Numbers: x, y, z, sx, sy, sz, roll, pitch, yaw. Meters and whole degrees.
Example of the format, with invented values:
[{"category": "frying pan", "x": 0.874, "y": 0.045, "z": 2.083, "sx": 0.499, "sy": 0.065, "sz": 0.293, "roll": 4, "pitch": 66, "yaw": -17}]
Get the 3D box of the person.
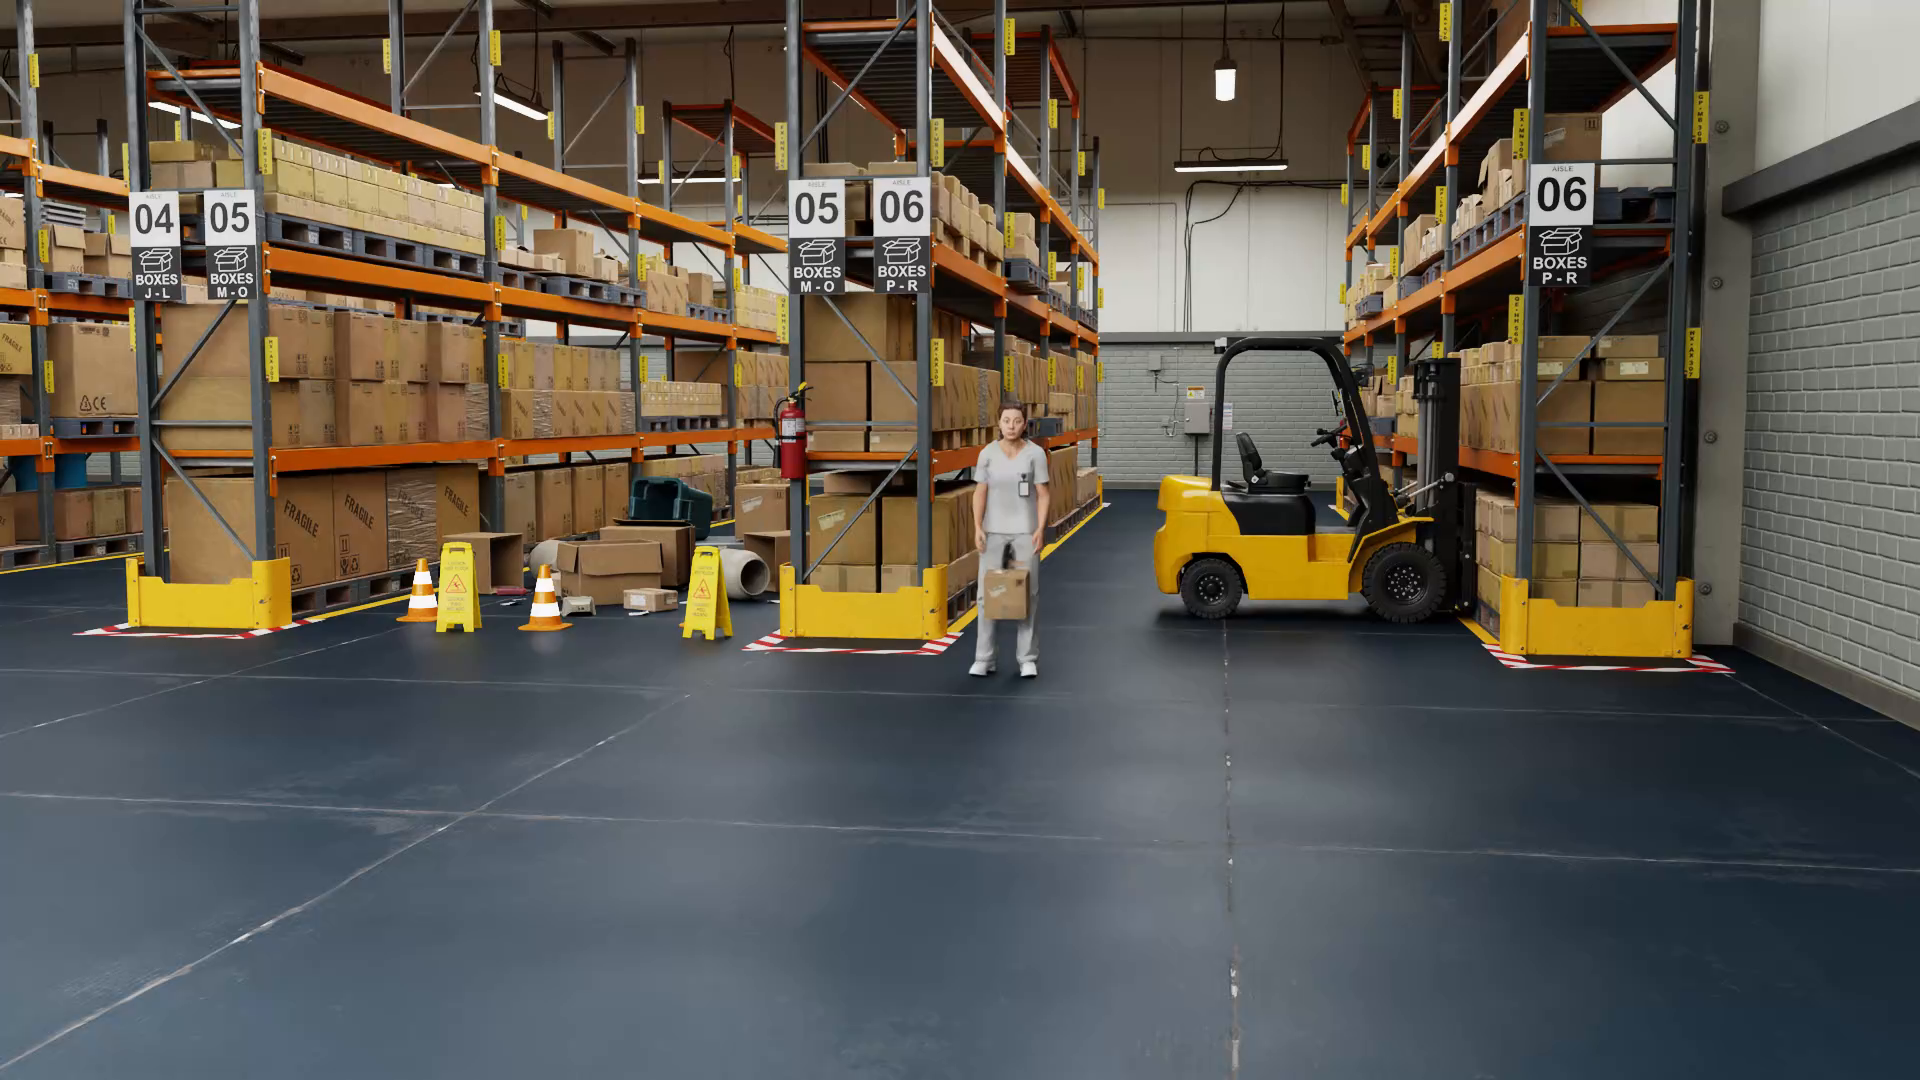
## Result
[{"category": "person", "x": 0.306, "y": -0.019, "z": 10.083, "sx": 0.475, "sy": 1.676, "sz": 0.360, "roll": 1, "pitch": 5, "yaw": 7}]
